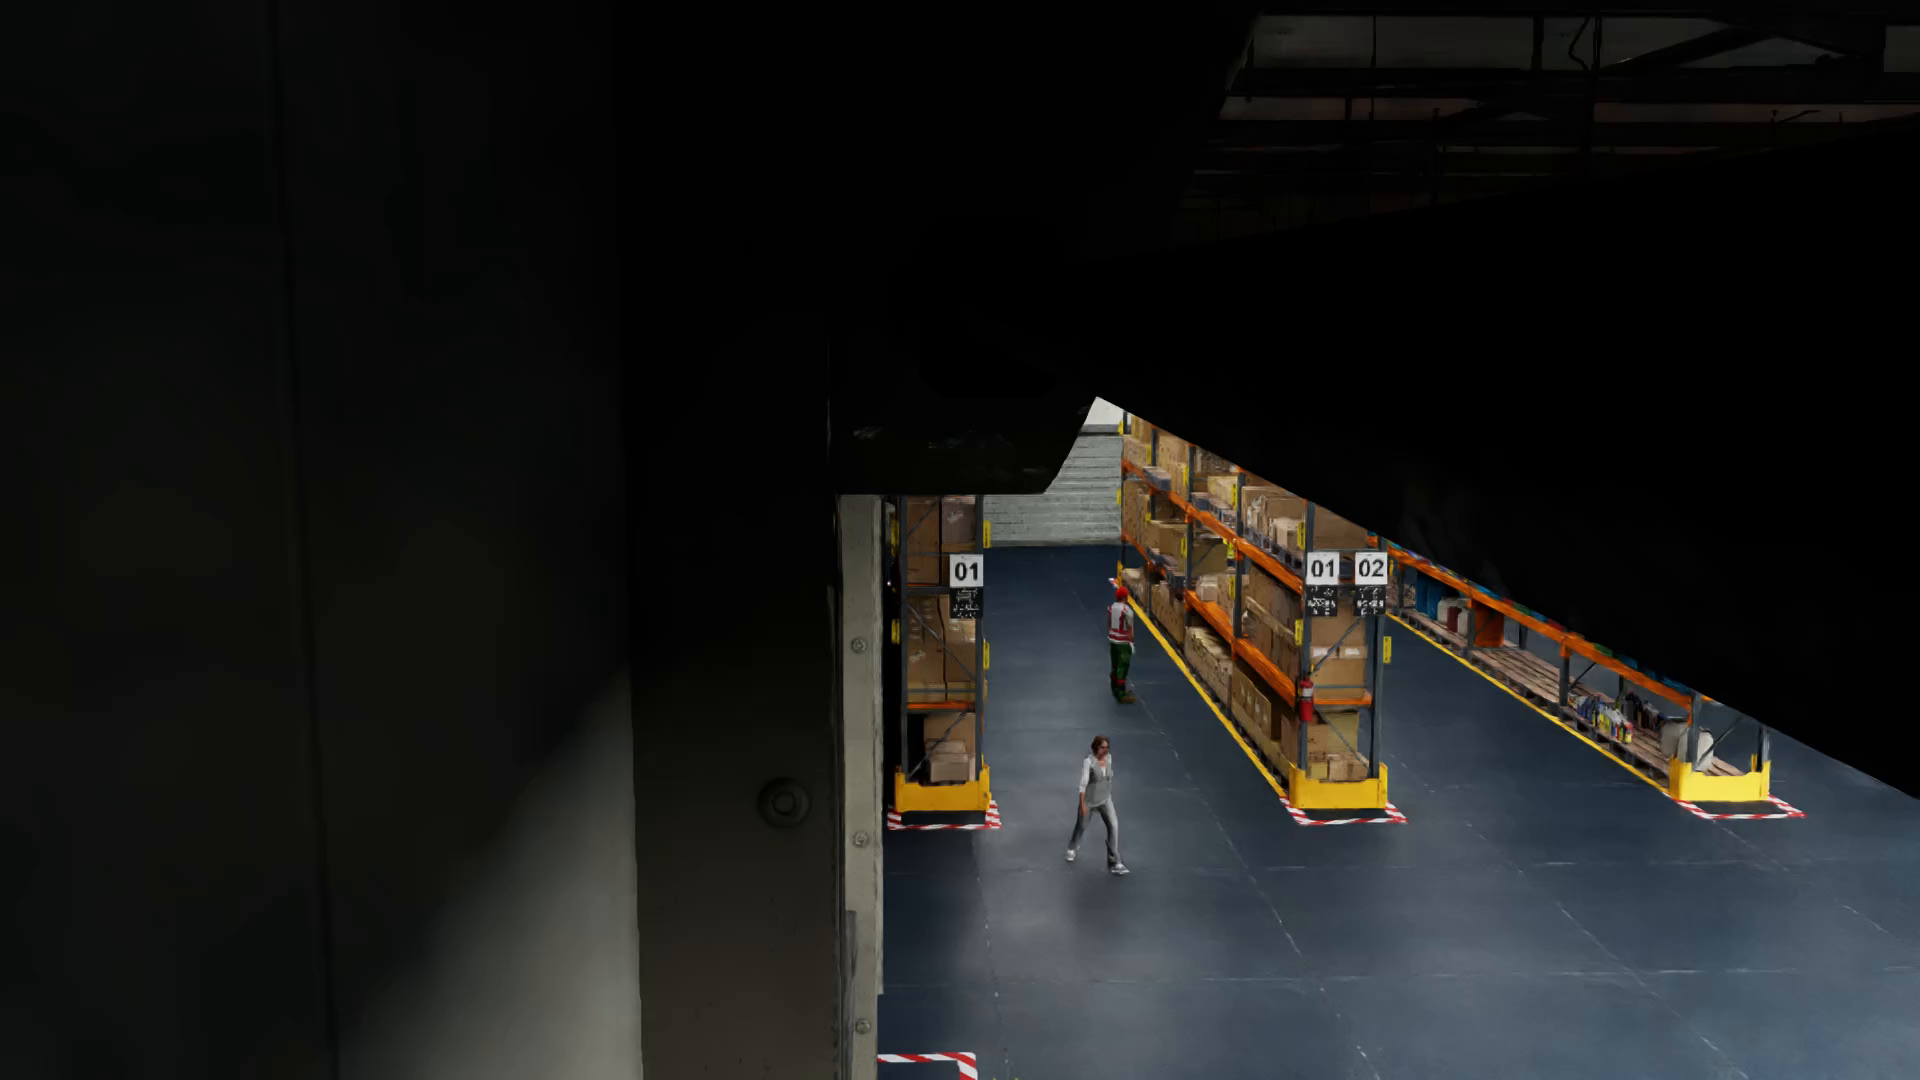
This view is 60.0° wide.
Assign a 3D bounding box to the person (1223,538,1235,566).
[{"bbox_3d":[5.610,0.353,34.849,0.575,1.689,1.128,-1,8,-5],"label":"person"}]

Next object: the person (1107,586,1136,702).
[{"bbox_3d":[2.558,1.601,26.031,0.442,1.792,0.606,-5,10,-32],"label":"person"}]

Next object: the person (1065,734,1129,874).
[{"bbox_3d":[1.500,2.876,18.368,0.453,1.538,0.880,-4,9,-25],"label":"person"}]
